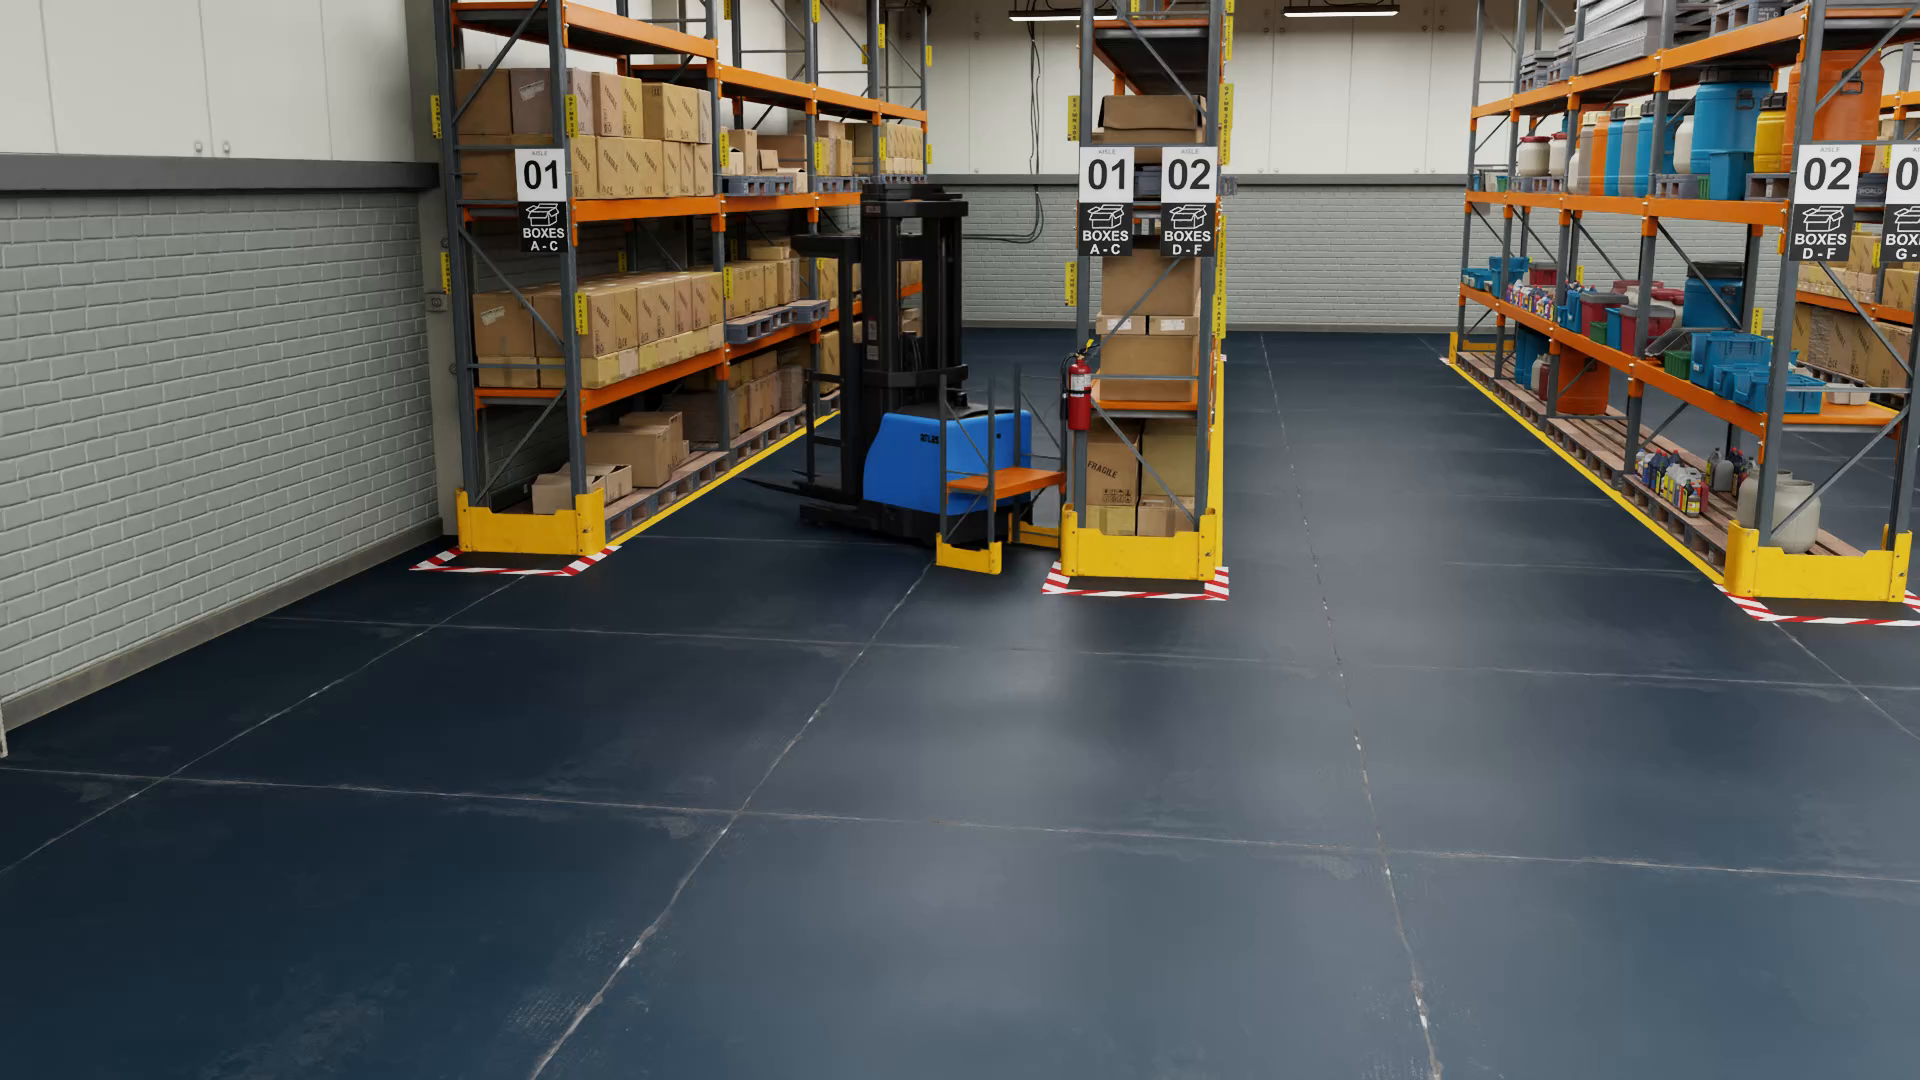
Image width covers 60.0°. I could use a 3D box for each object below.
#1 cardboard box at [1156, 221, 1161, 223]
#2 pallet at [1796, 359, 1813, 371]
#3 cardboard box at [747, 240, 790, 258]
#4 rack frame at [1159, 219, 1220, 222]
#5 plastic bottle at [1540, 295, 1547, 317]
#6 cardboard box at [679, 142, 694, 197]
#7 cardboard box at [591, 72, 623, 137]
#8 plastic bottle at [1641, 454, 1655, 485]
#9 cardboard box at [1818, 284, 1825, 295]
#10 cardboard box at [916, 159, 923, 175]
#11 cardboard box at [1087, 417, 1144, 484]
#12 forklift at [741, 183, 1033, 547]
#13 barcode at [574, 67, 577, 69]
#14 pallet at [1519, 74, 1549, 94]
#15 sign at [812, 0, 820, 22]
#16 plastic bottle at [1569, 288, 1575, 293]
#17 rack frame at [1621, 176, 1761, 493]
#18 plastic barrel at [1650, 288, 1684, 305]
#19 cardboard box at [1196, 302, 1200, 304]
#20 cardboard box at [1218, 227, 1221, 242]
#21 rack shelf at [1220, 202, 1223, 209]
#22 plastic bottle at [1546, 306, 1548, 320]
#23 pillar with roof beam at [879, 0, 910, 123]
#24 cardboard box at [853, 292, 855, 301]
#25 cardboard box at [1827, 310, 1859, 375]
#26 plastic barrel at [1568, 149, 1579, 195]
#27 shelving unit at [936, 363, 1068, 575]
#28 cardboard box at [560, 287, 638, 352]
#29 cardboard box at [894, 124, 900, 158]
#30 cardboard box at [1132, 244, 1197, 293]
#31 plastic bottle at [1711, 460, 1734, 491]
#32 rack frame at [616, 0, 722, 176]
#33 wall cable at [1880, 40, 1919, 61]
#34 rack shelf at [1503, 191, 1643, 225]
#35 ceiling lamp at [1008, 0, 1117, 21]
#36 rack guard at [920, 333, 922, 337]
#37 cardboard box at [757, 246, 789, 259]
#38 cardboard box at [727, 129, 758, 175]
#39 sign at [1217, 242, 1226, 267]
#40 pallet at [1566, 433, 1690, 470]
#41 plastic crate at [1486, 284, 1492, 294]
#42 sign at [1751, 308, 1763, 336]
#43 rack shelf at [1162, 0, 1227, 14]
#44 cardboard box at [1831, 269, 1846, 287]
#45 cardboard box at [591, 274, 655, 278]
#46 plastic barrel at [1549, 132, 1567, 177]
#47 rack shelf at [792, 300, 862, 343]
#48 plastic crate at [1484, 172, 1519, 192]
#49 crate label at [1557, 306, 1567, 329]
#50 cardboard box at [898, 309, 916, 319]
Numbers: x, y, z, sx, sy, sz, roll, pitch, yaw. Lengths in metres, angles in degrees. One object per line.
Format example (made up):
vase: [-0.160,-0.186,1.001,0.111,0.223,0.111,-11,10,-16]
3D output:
cardboard box: [3.507,-5.002,27.471,0.500,0.500,0.500,2,12,10]
pallet: [13.578,-2.694,25.992,1.003,0.211,1.213,2,12,9]
cardboard box: [-2.477,-3.716,21.343,0.500,0.250,0.500,2,12,10]
rack frame: [3.836,-4.548,27.975,1.000,3.000,0.127,2,12,9]
plastic bottle: [7.271,-2.909,20.676,0.097,0.271,0.097,0,12,0]
cardboard box: [-2.829,-3.516,15.785,0.500,0.500,0.500,1,12,4]
cardboard box: [-3.094,-3.566,13.640,0.500,0.500,0.500,2,12,8]
plastic bottle: [6.379,-0.652,15.318,0.152,0.276,0.135,2,12,11]
cardboard box: [13.008,-3.720,24.730,0.380,0.149,0.250,2,12,7]
cardboard box: [-0.910,-6.194,27.614,0.500,0.250,0.500,2,12,10]
cardboard box: [1.303,-0.775,14.218,0.500,0.500,0.500,2,12,9]
forklift: [-0.770,-1.620,14.551,1.130,2.935,3.031,-12,17,-43]
barcode: [-3.544,-4.329,15.331,0.001,0.075,0.075,2,12,9]
pallet: [8.017,-6.025,21.989,1.003,0.211,1.213,2,12,9]
sign: [-1.753,-6.455,20.178,0.100,0.325,0.005,2,12,9]
plastic bottle: [8.092,-3.189,21.978,0.097,0.271,0.097,0,12,0]
rack frame: [6.884,-1.888,15.636,1.000,3.000,0.127,2,12,9]
plastic barrel: [7.427,-2.390,17.639,0.433,0.535,0.433,0,12,0]
cardboard box: [1.844,-1.926,14.033,0.380,0.149,0.250,2,12,8]
cardboard box: [3.571,-4.342,24.409,0.500,0.500,0.500,2,12,10]
rack shelf: [3.528,-5.246,25.803,1.077,0.370,4.000,2,12,9]
plastic bottle: [7.211,-2.793,20.307,0.097,0.201,0.097,0,12,0]
pillar with roof beam: [2.755,-8.091,30.175,9.100,9.000,0.548,2,12,9]
cardboard box: [-1.686,-3.419,23.288,0.380,0.149,0.250,2,12,7]
cardboard box: [13.327,-2.882,24.293,0.875,0.875,0.875,2,12,9]
plastic barrel: [7.148,-4.187,18.918,0.421,0.512,0.421,0,12,0]
shelving unit: [0.360,-0.594,13.189,0.587,1.500,1.083,9,15,35]
cardboard box: [-3.064,-1.872,14.088,0.500,0.500,0.500,2,12,9]
cardboard box: [-1.215,-6.135,25.563,0.500,0.500,0.500,2,12,7]
cardboard box: [1.543,-2.118,13.382,0.700,0.500,0.500,2,12,7]
plastic bottle: [6.890,-0.588,15.024,0.152,0.276,0.135,2,12,9]
rack frame: [-2.905,-5.142,16.493,1.000,3.000,0.127,2,12,9]
wall cable: [17.899,-9.797,30.455,2.277,5.999,0.120,2,12,9]
rack shelf: [7.807,-4.252,21.191,1.077,0.370,4.000,2,12,9]
ceiling lamp: [1.848,-10.970,29.682,2.000,3.185,0.800,2,12,9]
rack guard: [-1.056,-3.490,29.003,1.175,0.500,0.348,2,12,9]
cardboard box: [-2.314,-3.550,20.526,0.380,0.149,0.250,0,12,1]
cardboard box: [-2.553,-4.298,18.462,0.500,0.500,0.500,1,12,7]
sign: [3.154,-3.431,20.046,0.100,0.325,0.005,2,12,9]
pallet: [7.152,-0.945,17.876,1.003,0.211,1.213,2,12,9]
plastic crate: [8.021,-3.690,24.508,0.437,0.125,0.590,2,12,9]
sign: [7.426,-2.004,15.513,0.100,0.325,0.005,2,12,9]
rack shelf: [3.528,-8.337,25.137,1.077,0.370,4.000,2,12,9]
cardboard box: [12.972,-3.780,24.062,0.500,0.250,0.500,2,12,10]
cardboard box: [-3.267,-2.314,16.138,0.500,0.500,0.500,2,12,8]
plastic barrel: [7.623,-4.833,20.860,0.433,0.535,0.433,0,12,0]
rack shelf: [-1.983,-3.107,22.997,1.077,0.370,4.000,2,12,9]
plastic crate: [8.084,-5.343,24.829,0.437,0.282,0.530,2,12,9]
crate label: [7.064,-2.564,19.167,0.303,0.233,0.416,2,12,9]
cardboard box: [-0.947,-3.773,27.778,0.380,0.149,0.250,2,12,10]
